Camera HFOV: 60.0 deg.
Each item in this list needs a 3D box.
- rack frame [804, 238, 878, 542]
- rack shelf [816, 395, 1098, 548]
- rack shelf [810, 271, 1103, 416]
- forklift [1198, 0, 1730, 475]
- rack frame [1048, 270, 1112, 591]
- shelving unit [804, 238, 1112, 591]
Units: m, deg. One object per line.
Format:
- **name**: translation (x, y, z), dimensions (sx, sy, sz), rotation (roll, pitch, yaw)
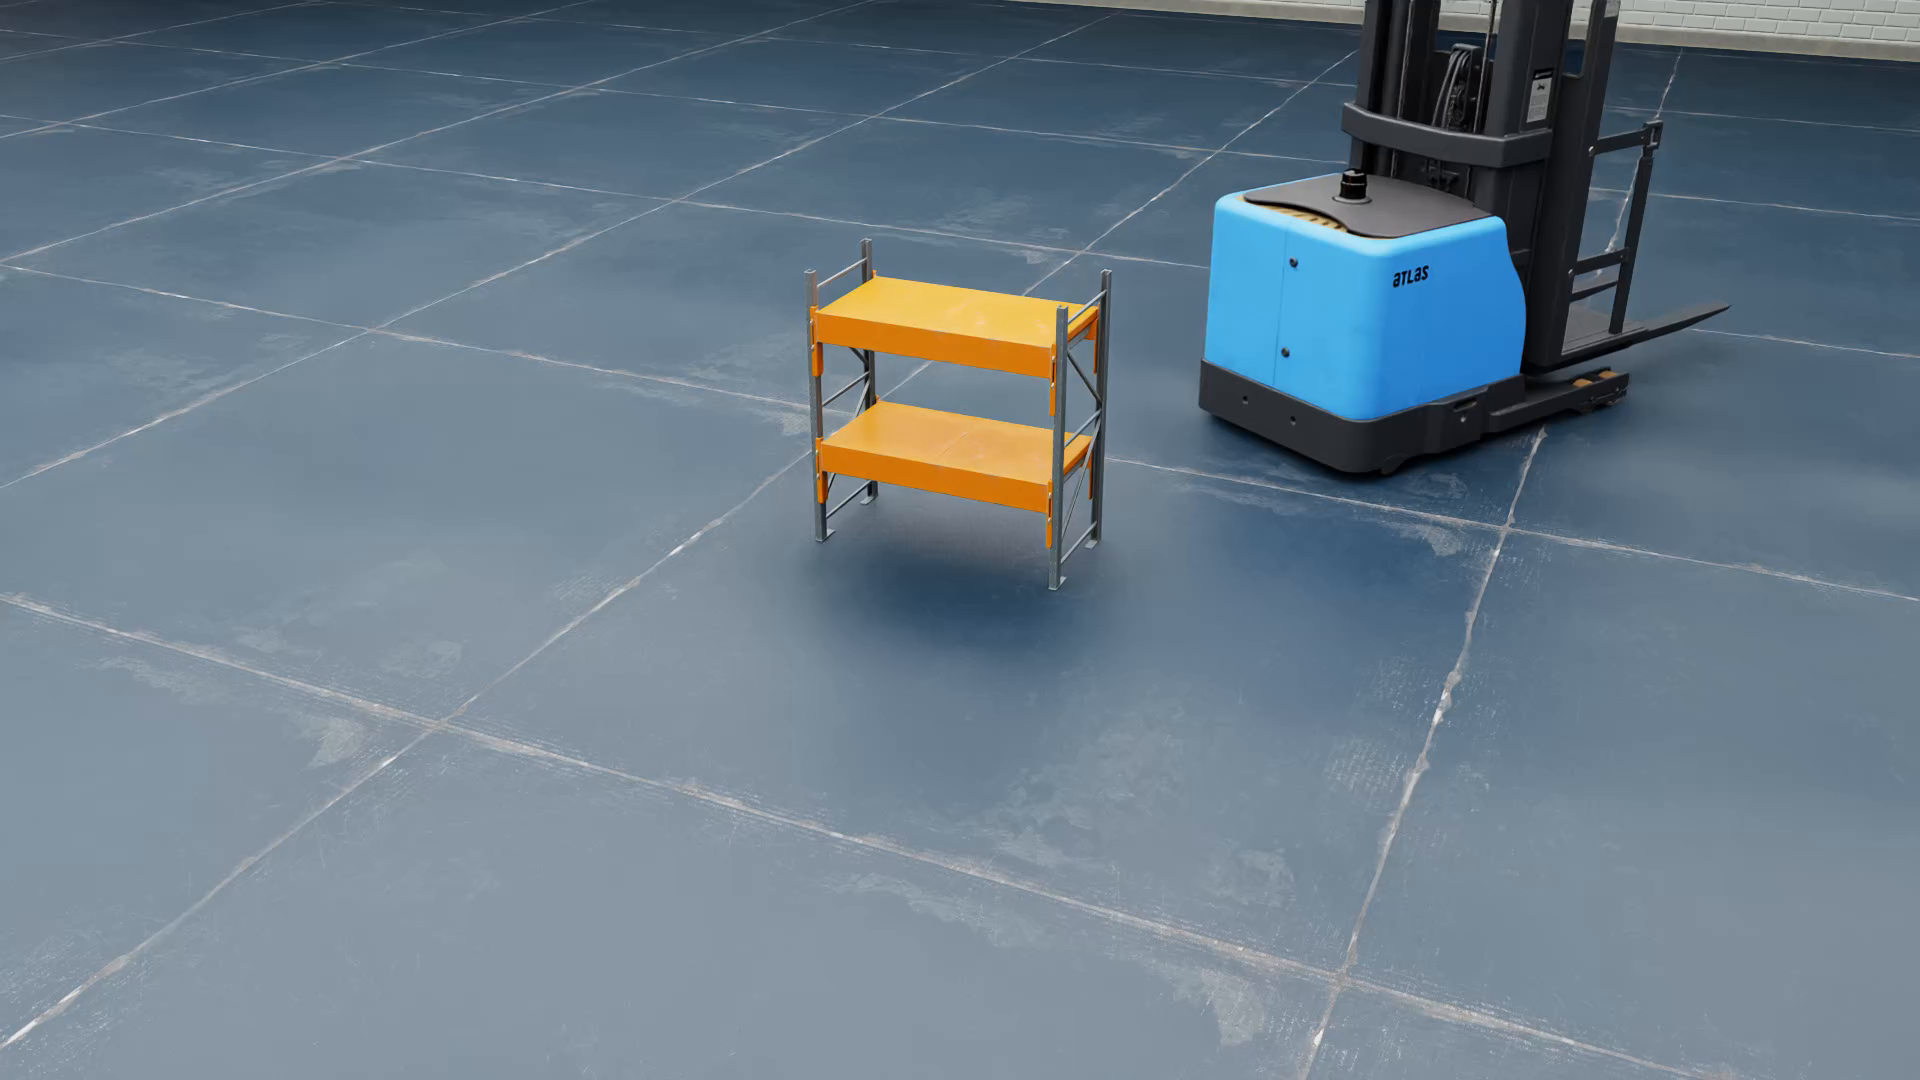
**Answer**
- **rack frame**: translation (-0.469, -0.599, 6.693), dimensions (0.032, 1.125, 0.500), rotation (11, 28, 22)
- **rack shelf**: translation (-0.006, -0.287, 6.612), dimensions (1.000, 0.278, 0.538), rotation (11, 28, 22)
- **rack shelf**: translation (-0.006, -0.768, 6.375), dimensions (1.000, 0.278, 0.538), rotation (11, 28, 22)
- **forklift**: translation (2.629, -2.092, 7.681), dimensions (3.031, 2.935, 1.130), rotation (-17, 31, -31)
- **rack frame**: translation (0.457, -0.413, 6.315), dimensions (0.032, 1.125, 0.500), rotation (11, 28, 22)
- **shelving unit**: translation (-0.006, -0.506, 6.504), dimensions (1.048, 1.125, 0.538), rotation (11, 28, 22)
